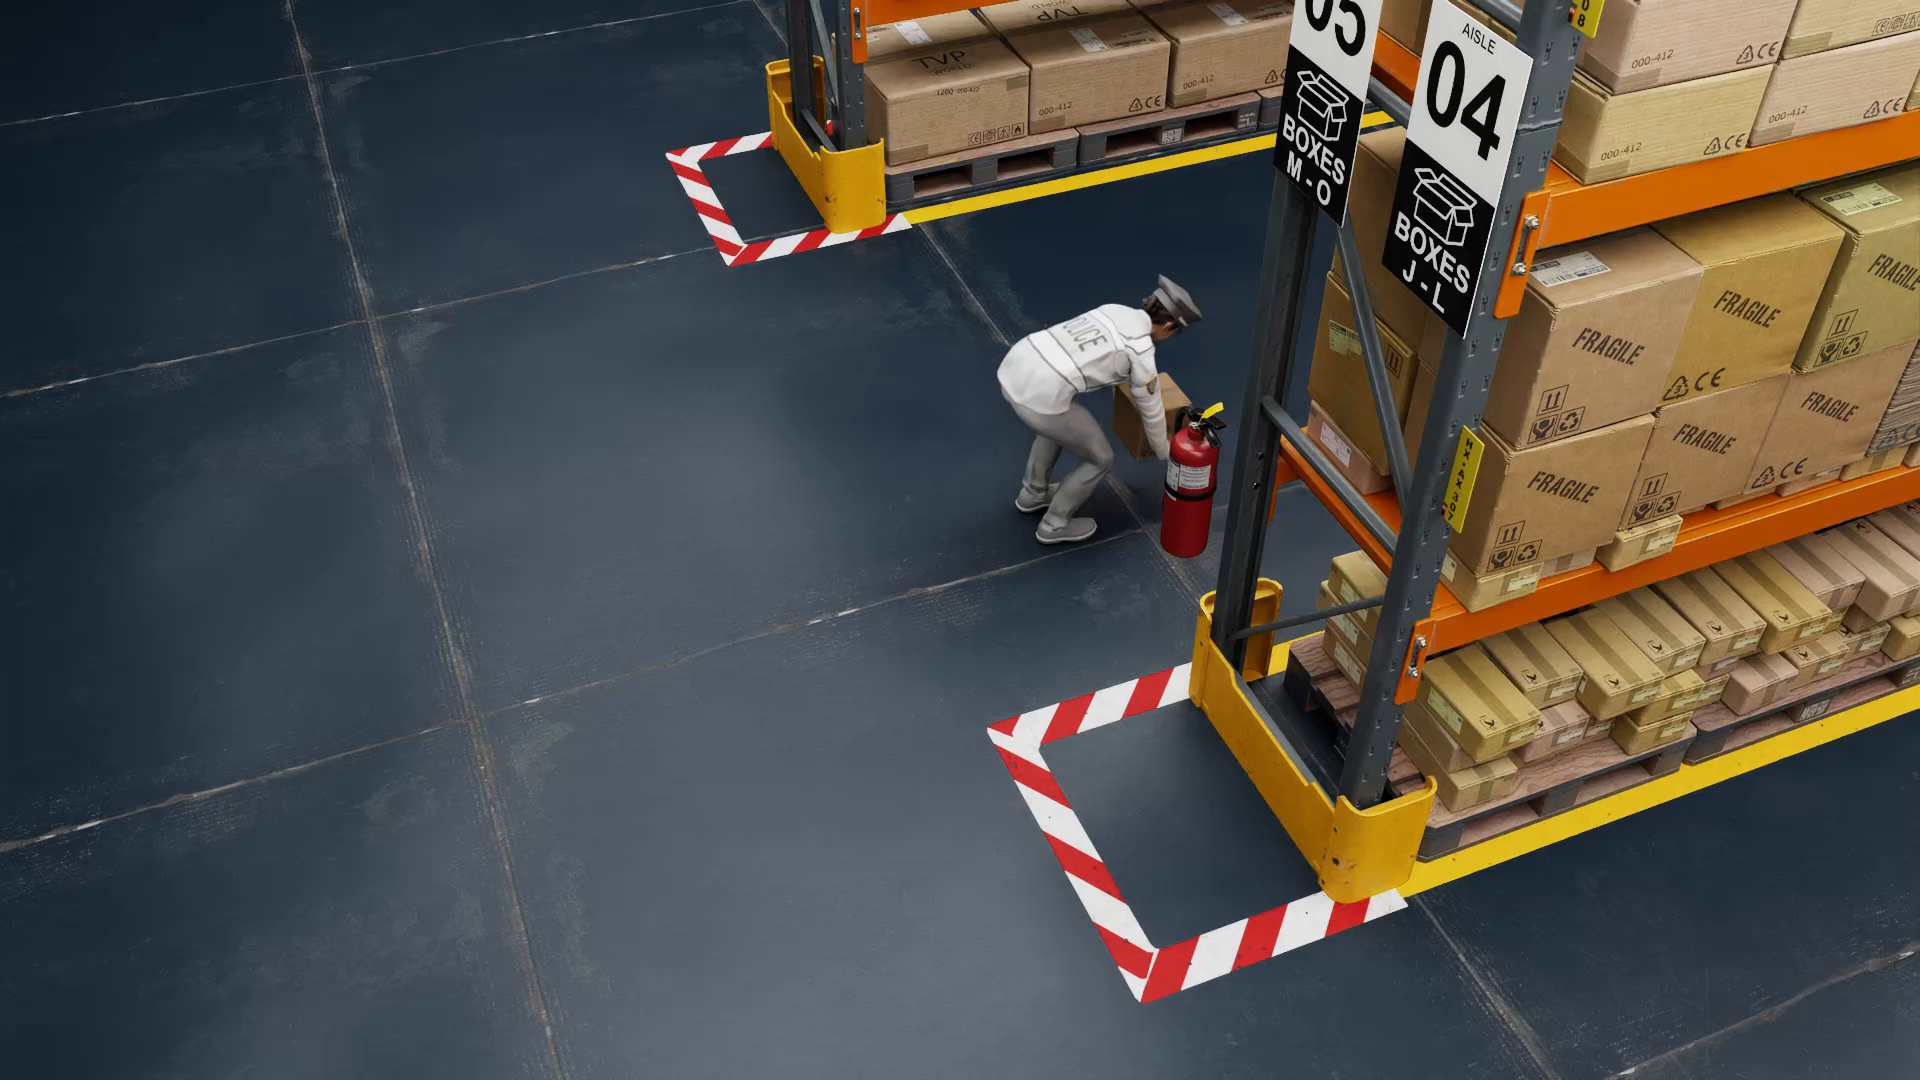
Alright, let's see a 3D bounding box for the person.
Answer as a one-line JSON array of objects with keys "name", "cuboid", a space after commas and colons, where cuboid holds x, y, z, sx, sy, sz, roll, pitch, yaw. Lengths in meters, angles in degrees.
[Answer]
[{"name": "person", "cuboid": [0.603, -0.566, 7.193, 0.917, 1.127, 0.445, -17, 45, -18]}]
